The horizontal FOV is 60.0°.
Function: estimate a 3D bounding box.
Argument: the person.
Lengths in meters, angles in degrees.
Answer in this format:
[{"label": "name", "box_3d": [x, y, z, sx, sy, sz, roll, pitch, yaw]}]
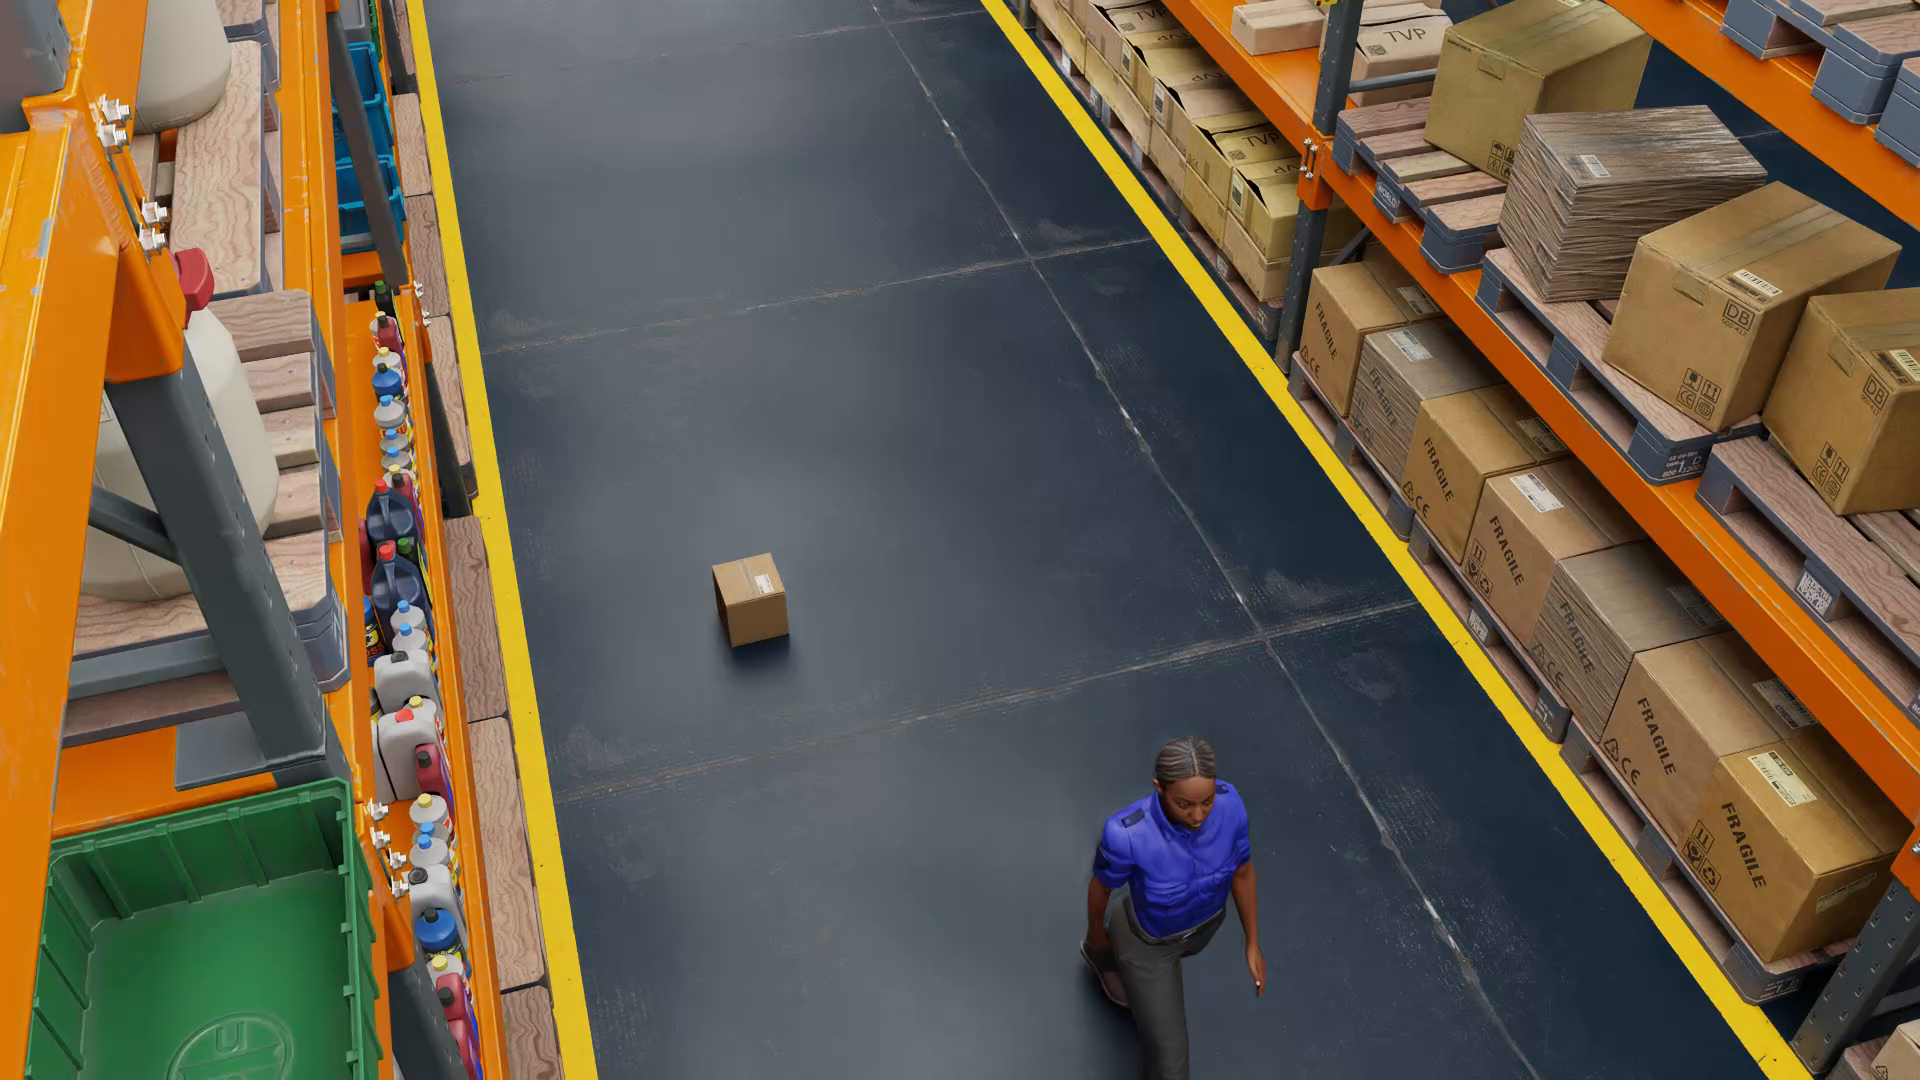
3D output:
[{"label": "person", "box_3d": [0.634, 1.153, 4.892, 0.452, 1.596, 1.017, -20, 46, -21]}]
